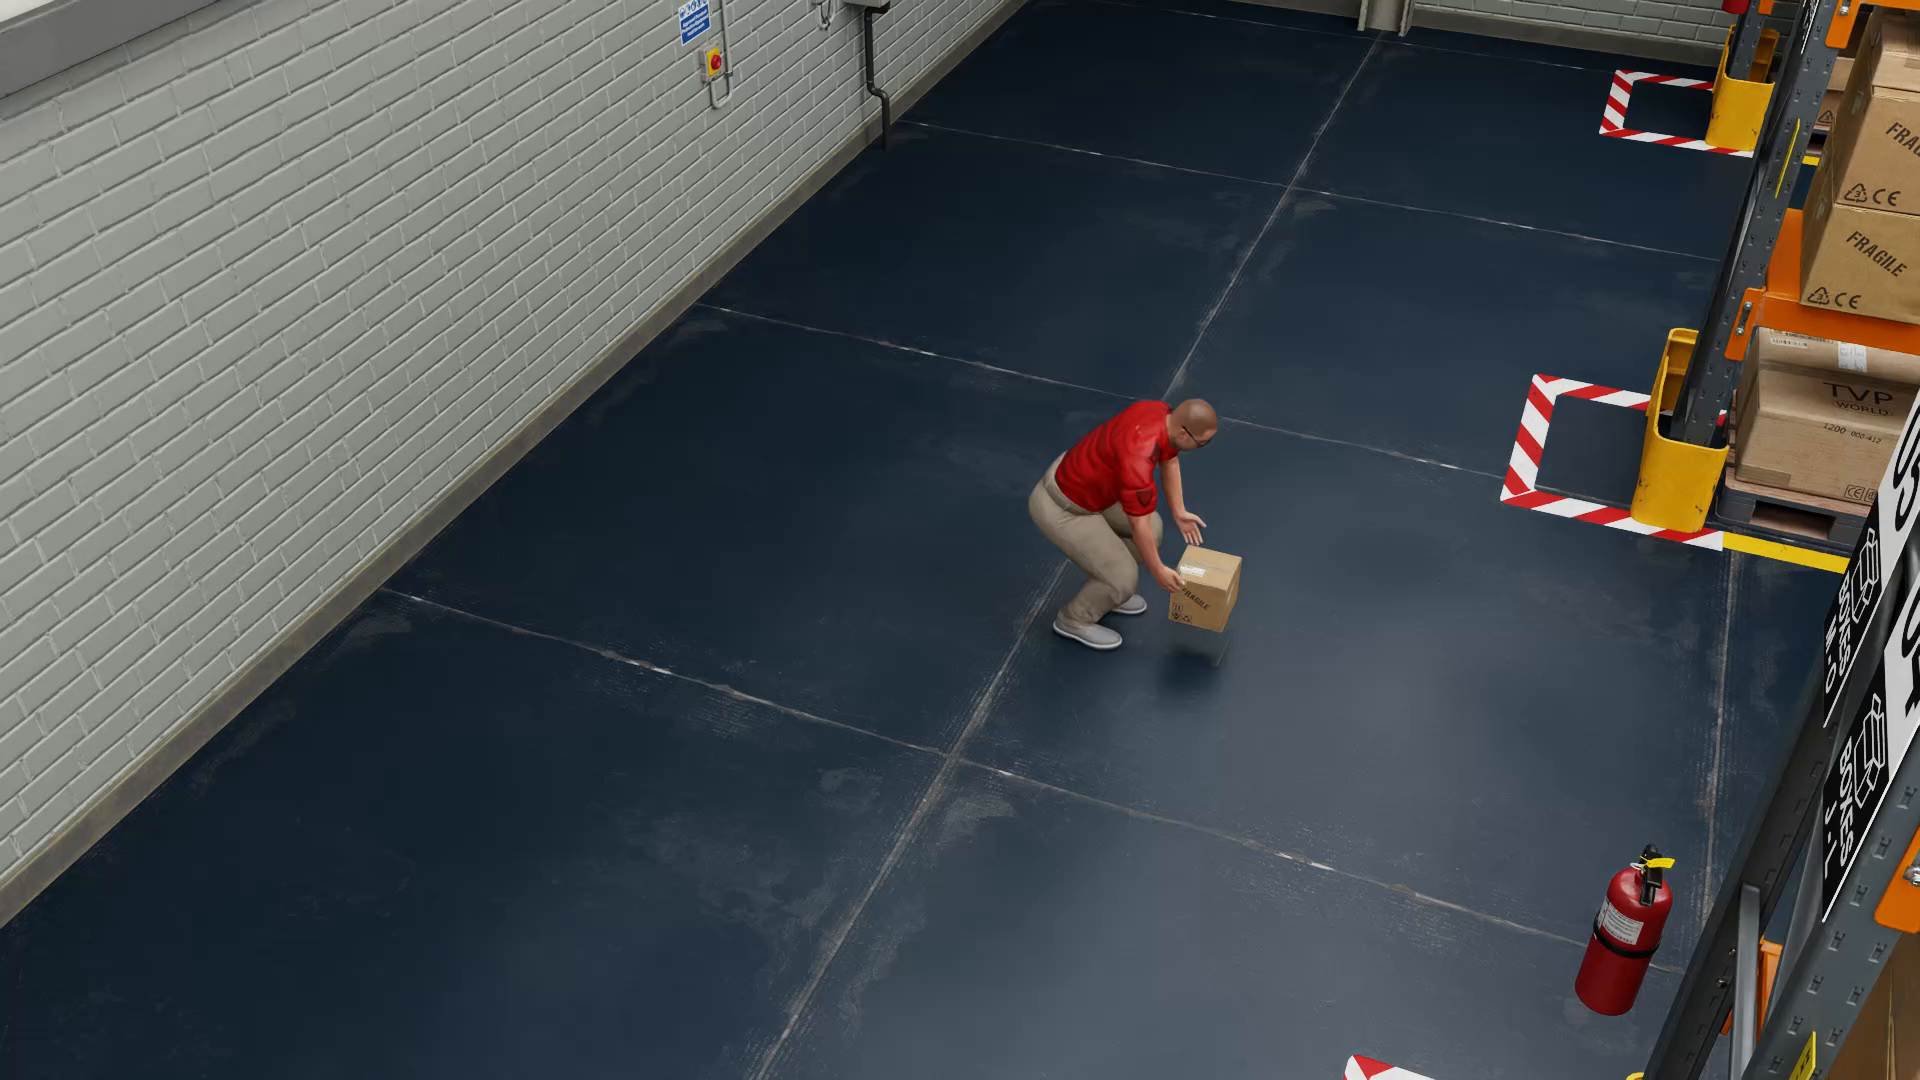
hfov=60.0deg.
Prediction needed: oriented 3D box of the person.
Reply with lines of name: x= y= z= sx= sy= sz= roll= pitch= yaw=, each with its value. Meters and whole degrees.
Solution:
person: x=0.716 y=-0.138 z=7.404 sx=0.778 sy=1.263 sz=0.587 roll=14 pitch=39 yaw=18
